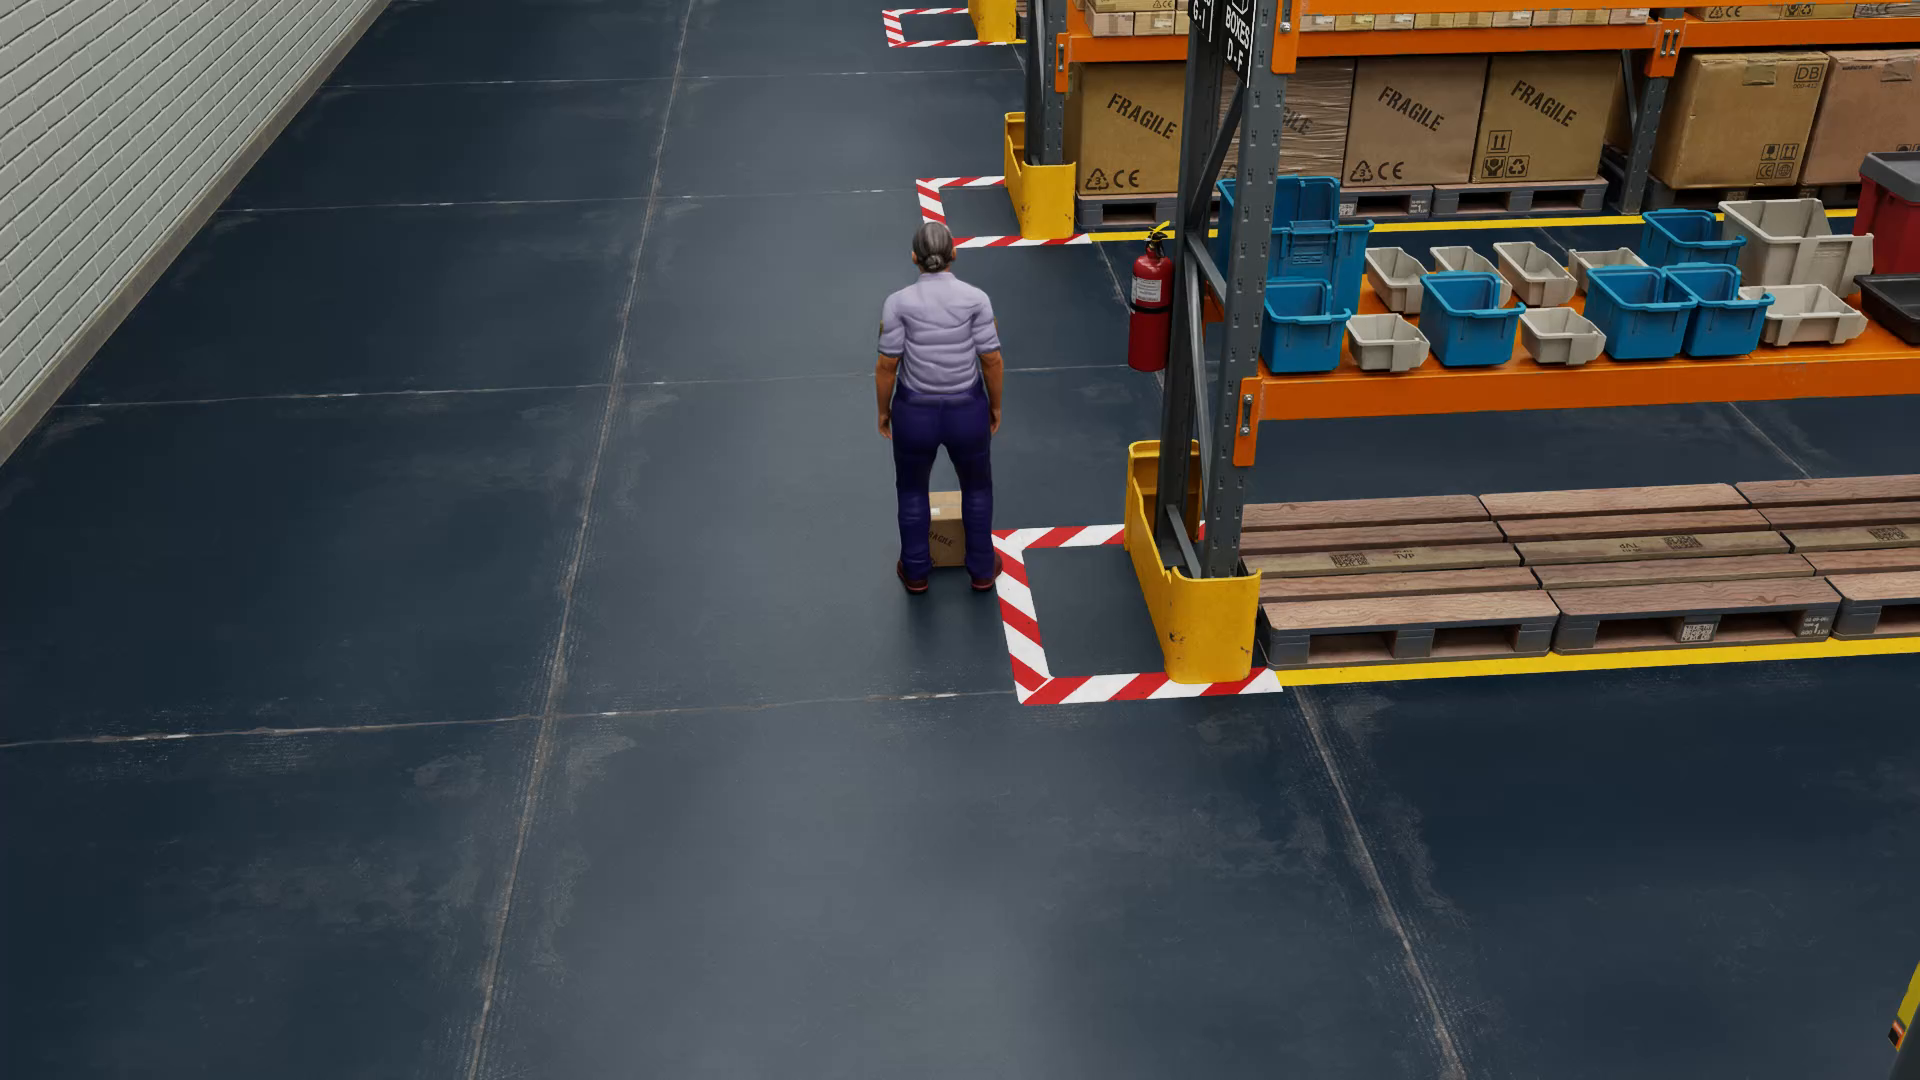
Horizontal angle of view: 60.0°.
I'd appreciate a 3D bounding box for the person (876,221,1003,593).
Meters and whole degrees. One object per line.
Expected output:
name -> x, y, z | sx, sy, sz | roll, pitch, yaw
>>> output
person -> -0.074, -0.525, 7.005 | 0.551, 1.651, 0.367 | -2, 31, -2
